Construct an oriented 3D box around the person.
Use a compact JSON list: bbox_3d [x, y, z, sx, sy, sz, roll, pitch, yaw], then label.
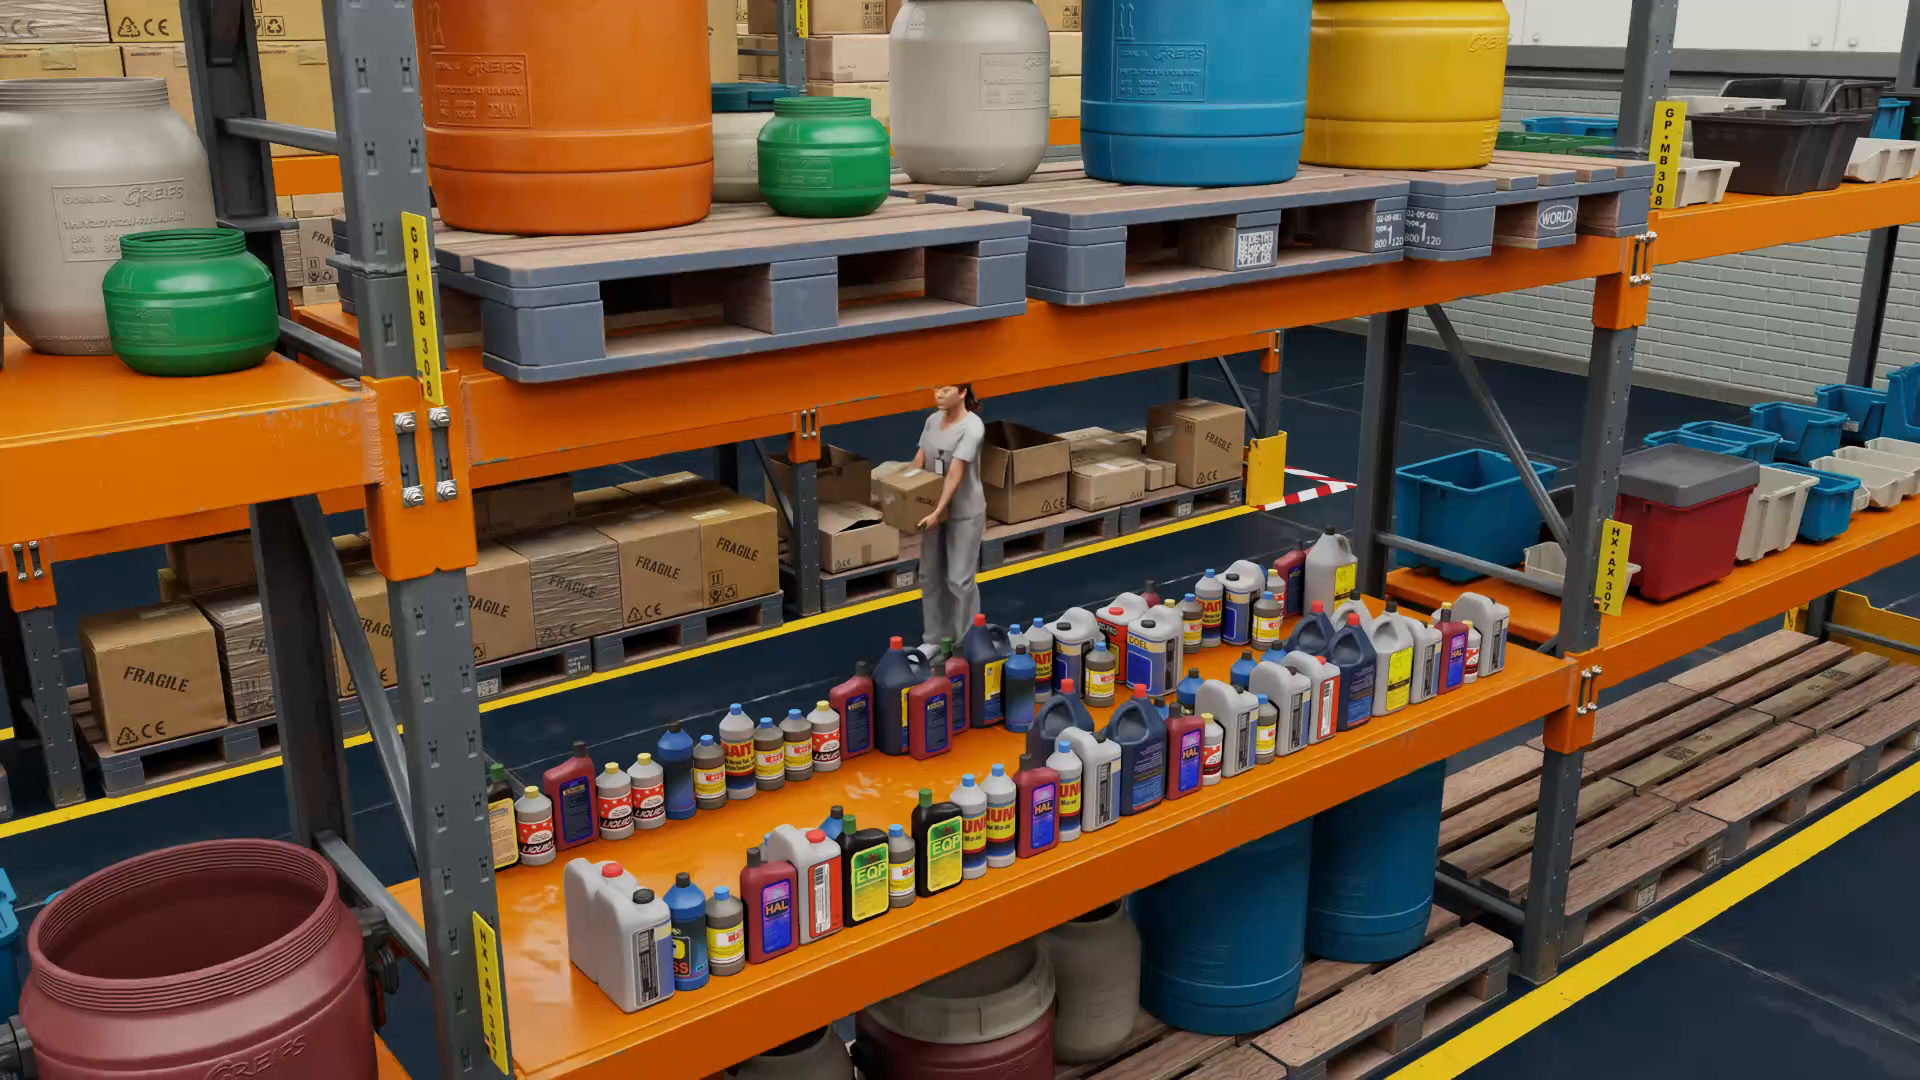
[{"bbox_3d":[-0.103,-0.115,8.933,0.507,1.669,0.410,-14,22,-37],"label":"person"}]
